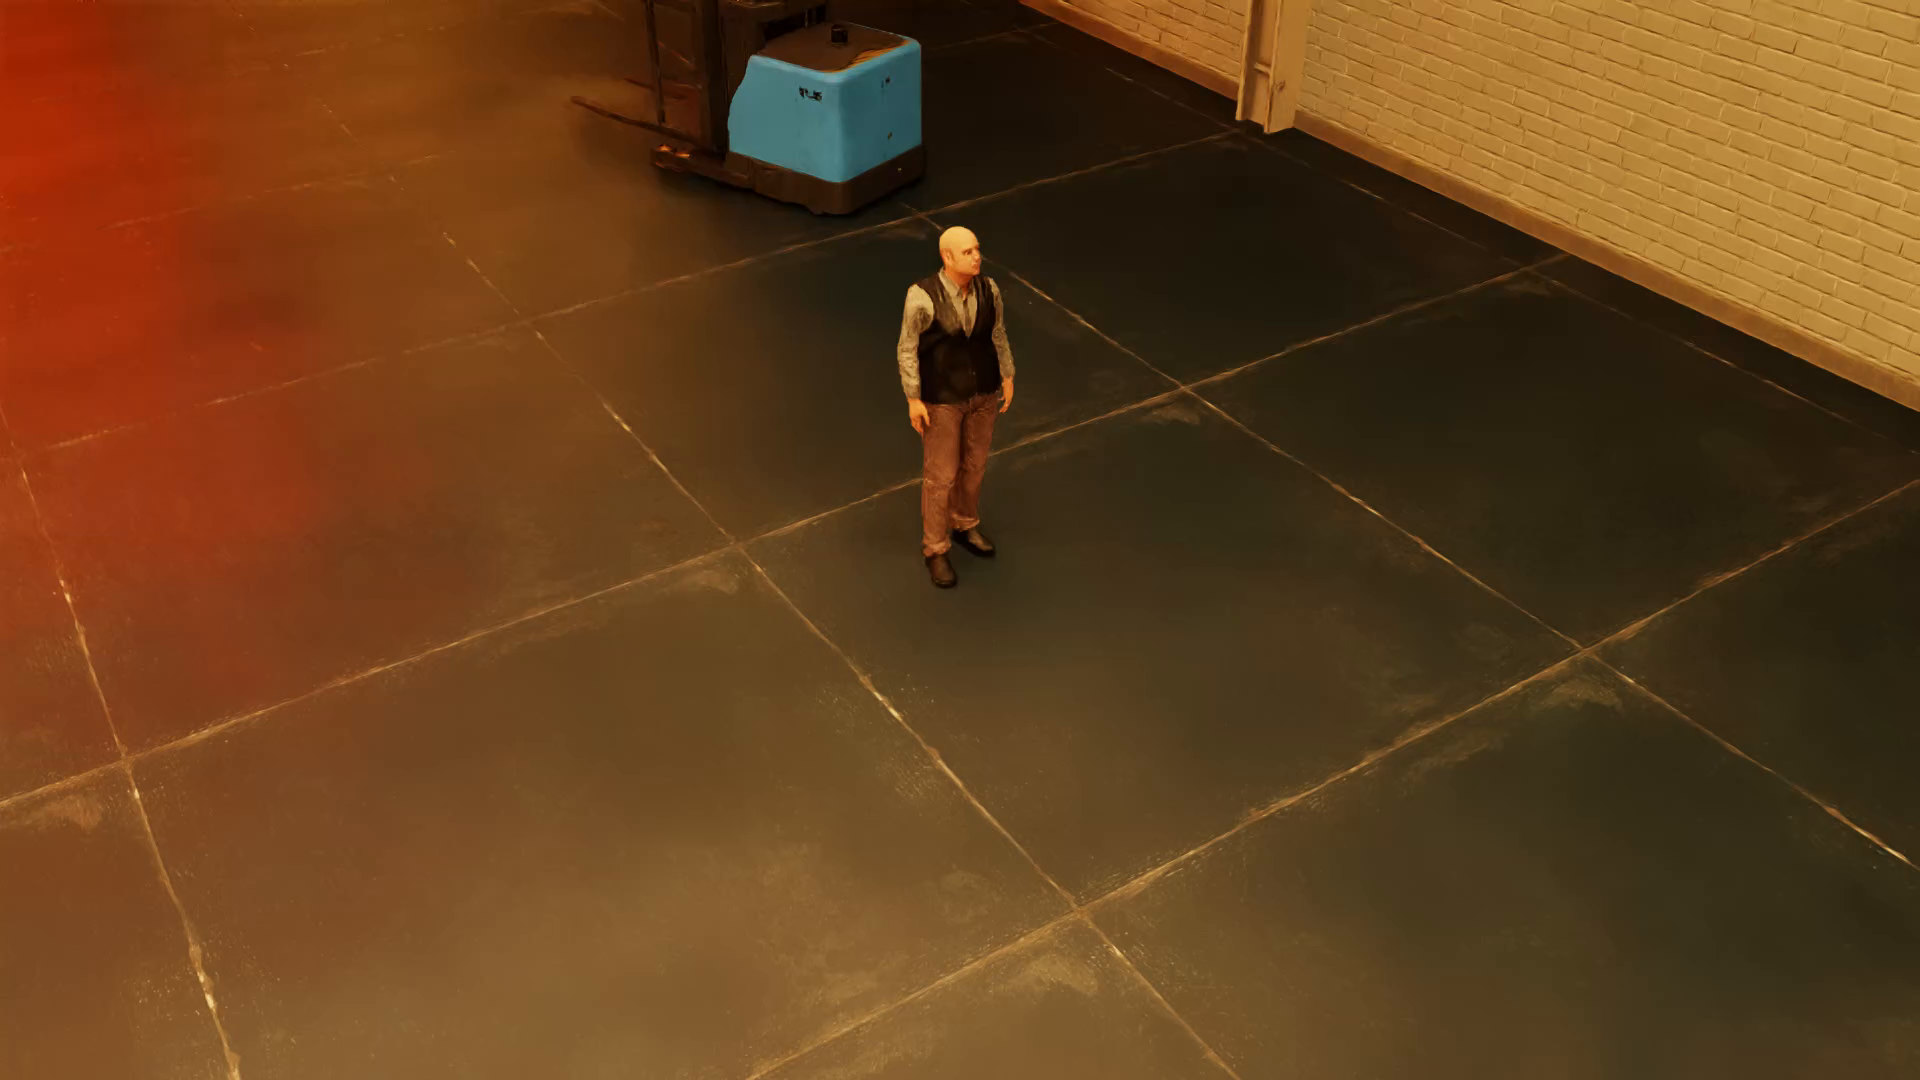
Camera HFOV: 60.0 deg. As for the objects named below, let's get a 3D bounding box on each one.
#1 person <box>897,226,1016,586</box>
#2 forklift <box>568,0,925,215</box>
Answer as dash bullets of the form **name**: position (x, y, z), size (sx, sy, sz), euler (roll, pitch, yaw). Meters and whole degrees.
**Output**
- **person**: position (0.027, -0.677, 8.152), size (0.632, 1.720, 0.567), euler (-21, 40, -27)
- **forklift**: position (-1.748, -4.205, 12.132), size (3.031, 2.935, 1.130), euler (23, 41, 29)
